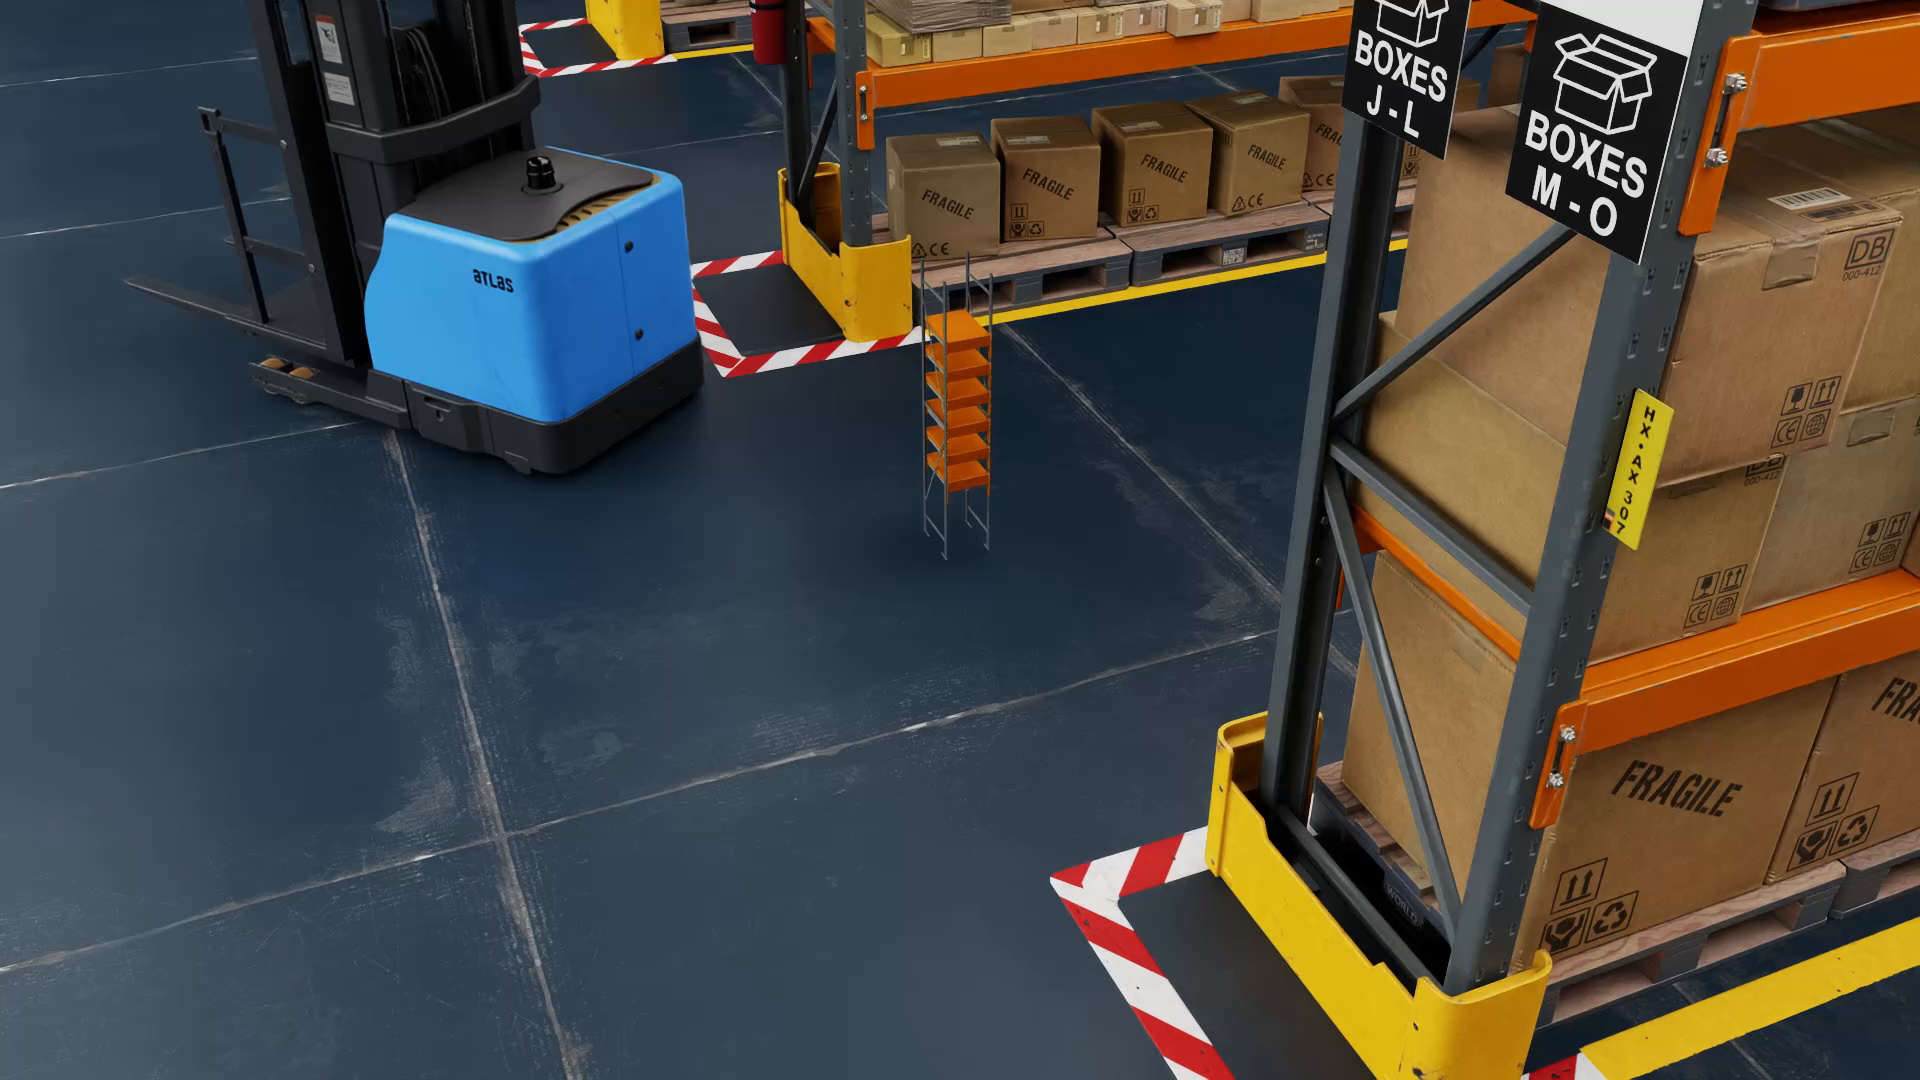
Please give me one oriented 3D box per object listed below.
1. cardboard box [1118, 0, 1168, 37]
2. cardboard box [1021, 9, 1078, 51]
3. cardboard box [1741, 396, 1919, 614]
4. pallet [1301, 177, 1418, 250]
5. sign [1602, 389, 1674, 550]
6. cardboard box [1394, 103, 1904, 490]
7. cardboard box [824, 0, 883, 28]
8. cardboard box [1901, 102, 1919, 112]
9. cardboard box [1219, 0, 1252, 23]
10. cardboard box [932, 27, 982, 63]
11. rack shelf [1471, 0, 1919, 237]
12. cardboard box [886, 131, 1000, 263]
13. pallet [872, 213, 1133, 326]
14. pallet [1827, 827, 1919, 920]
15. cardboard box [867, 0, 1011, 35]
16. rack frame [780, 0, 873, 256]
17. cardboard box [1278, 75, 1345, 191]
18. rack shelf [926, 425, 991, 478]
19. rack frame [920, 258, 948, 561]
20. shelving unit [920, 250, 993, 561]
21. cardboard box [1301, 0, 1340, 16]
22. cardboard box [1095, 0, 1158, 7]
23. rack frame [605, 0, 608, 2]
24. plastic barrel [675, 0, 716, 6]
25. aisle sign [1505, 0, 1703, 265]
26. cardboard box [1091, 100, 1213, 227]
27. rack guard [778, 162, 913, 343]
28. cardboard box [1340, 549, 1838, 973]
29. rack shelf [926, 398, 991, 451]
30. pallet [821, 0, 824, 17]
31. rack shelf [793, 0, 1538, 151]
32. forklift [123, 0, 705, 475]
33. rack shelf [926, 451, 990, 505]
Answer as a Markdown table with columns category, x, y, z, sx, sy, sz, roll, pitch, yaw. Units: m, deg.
| category | x | y | z | sx | sy | sz | roll | pitch | yaw |
| --- | --- | --- | --- | --- | --- | --- | --- | --- | --- |
| cardboard box | 0.831 | -2.642 | 8.290 | 0.250 | 0.149 | 0.380 | -13 | 35 | -19 |
| cardboard box | 0.378 | -2.526 | 8.112 | 0.250 | 0.149 | 0.380 | -13 | 35 | -19 |
| cardboard box | 1.977 | -0.315 | 4.346 | 0.550 | 0.550 | 0.875 | -13 | 35 | -19 |
| pallet | 2.409 | -2.056 | 9.716 | 1.213 | 0.211 | 1.003 | -13 | 35 | -19 |
| sign | 1.363 | -0.140 | 3.348 | 0.005 | 0.325 | 0.100 | -13 | 35 | -19 |
| cardboard box | 1.511 | -0.598 | 3.792 | 0.550 | 0.550 | 0.875 | -13 | 35 | -19 |
| cardboard box | -0.491 | -2.598 | 8.223 | 0.250 | 0.149 | 0.380 | -13 | 35 | -19 |
| cardboard box | 2.551 | -0.811 | 4.118 | 0.550 | 0.550 | 0.875 | -13 | 35 | -19 |
| cardboard box | 1.281 | -2.762 | 8.475 | 0.250 | 0.149 | 0.380 | -13 | 35 | -19 |
| cardboard box | -0.081 | -2.418 | 7.946 | 0.250 | 0.149 | 0.380 | -13 | 35 | -19 |
| rack shelf | 2.997 | -1.402 | 4.064 | 4.000 | 0.370 | 1.077 | -13 | 35 | -19 |
| cardboard box | -0.091 | -1.791 | 8.659 | 0.500 | 0.500 | 0.500 | -7 | 34 | -10 |
| pallet | 0.159 | -1.540 | 8.924 | 1.213 | 0.211 | 1.003 | -13 | 35 | -19 |
| pallet | 2.984 | 0.681 | 5.510 | 1.213 | 0.211 | 1.003 | -13 | 35 | -19 |
| cardboard box | -0.156 | -2.808 | 7.951 | 0.500 | 0.500 | 0.875 | -13 | 35 | -19 |
| rack frame | -0.674 | -2.539 | 7.903 | 0.127 | 3.000 | 1.000 | -13 | 35 | -19 |
| cardboard box | 2.105 | -2.323 | 9.477 | 0.500 | 0.500 | 0.500 | -2 | 33 | -4 |
| rack shelf | -0.013 | -0.362 | 6.508 | 0.180 | 0.103 | 0.258 | -13 | 35 | -19 |
| rack frame | -0.098 | -0.481 | 6.388 | 0.006 | 1.200 | 0.240 | -13 | 35 | -19 |
| shelving unit | -0.013 | -0.500 | 6.418 | 0.189 | 1.200 | 0.258 | -13 | 35 | -19 |
| cardboard box | 1.758 | -2.846 | 8.605 | 0.250 | 0.149 | 0.380 | -13 | 35 | -19 |
| cardboard box | 0.737 | -3.058 | 8.335 | 0.500 | 0.500 | 0.875 | -13 | 35 | -19 |
| rack frame | -2.591 | -5.030 | 11.730 | 0.127 | 3.000 | 1.000 | -13 | 35 | -19 |
| plastic barrel | -2.014 | -4.341 | 12.567 | 0.421 | 0.512 | 0.421 | 0 | 33 | 0 |
| aisle sign | 1.204 | -0.948 | 3.073 | 0.004 | 0.787 | 0.394 | -13 | 35 | -19 |
| cardboard box | 1.031 | -2.057 | 9.068 | 0.500 | 0.500 | 0.500 | -10 | 34 | -14 |
| rack guard | -0.603 | -1.508 | 8.609 | 0.348 | 0.500 | 1.175 | -13 | 35 | -19 |
| cardboard box | 1.753 | 0.514 | 4.773 | 0.875 | 0.875 | 0.875 | -13 | 35 | -19 |
| rack shelf | -0.013 | -0.463 | 6.442 | 0.180 | 0.103 | 0.258 | -13 | 35 | -19 |
| pallet | -0.665 | -4.325 | 13.204 | 1.213 | 0.211 | 1.003 | -13 | 35 | -19 |
| rack shelf | 1.171 | -2.660 | 8.748 | 4.000 | 0.370 | 1.077 | -13 | 35 | -19 |
| forklift | -2.724 | -2.088 | 7.272 | 3.031 | 2.935 | 1.130 | 18 | 37 | 25 |
| rack shelf | -0.013 | -0.261 | 6.573 | 0.180 | 0.103 | 0.258 | -13 | 35 | -19 |
